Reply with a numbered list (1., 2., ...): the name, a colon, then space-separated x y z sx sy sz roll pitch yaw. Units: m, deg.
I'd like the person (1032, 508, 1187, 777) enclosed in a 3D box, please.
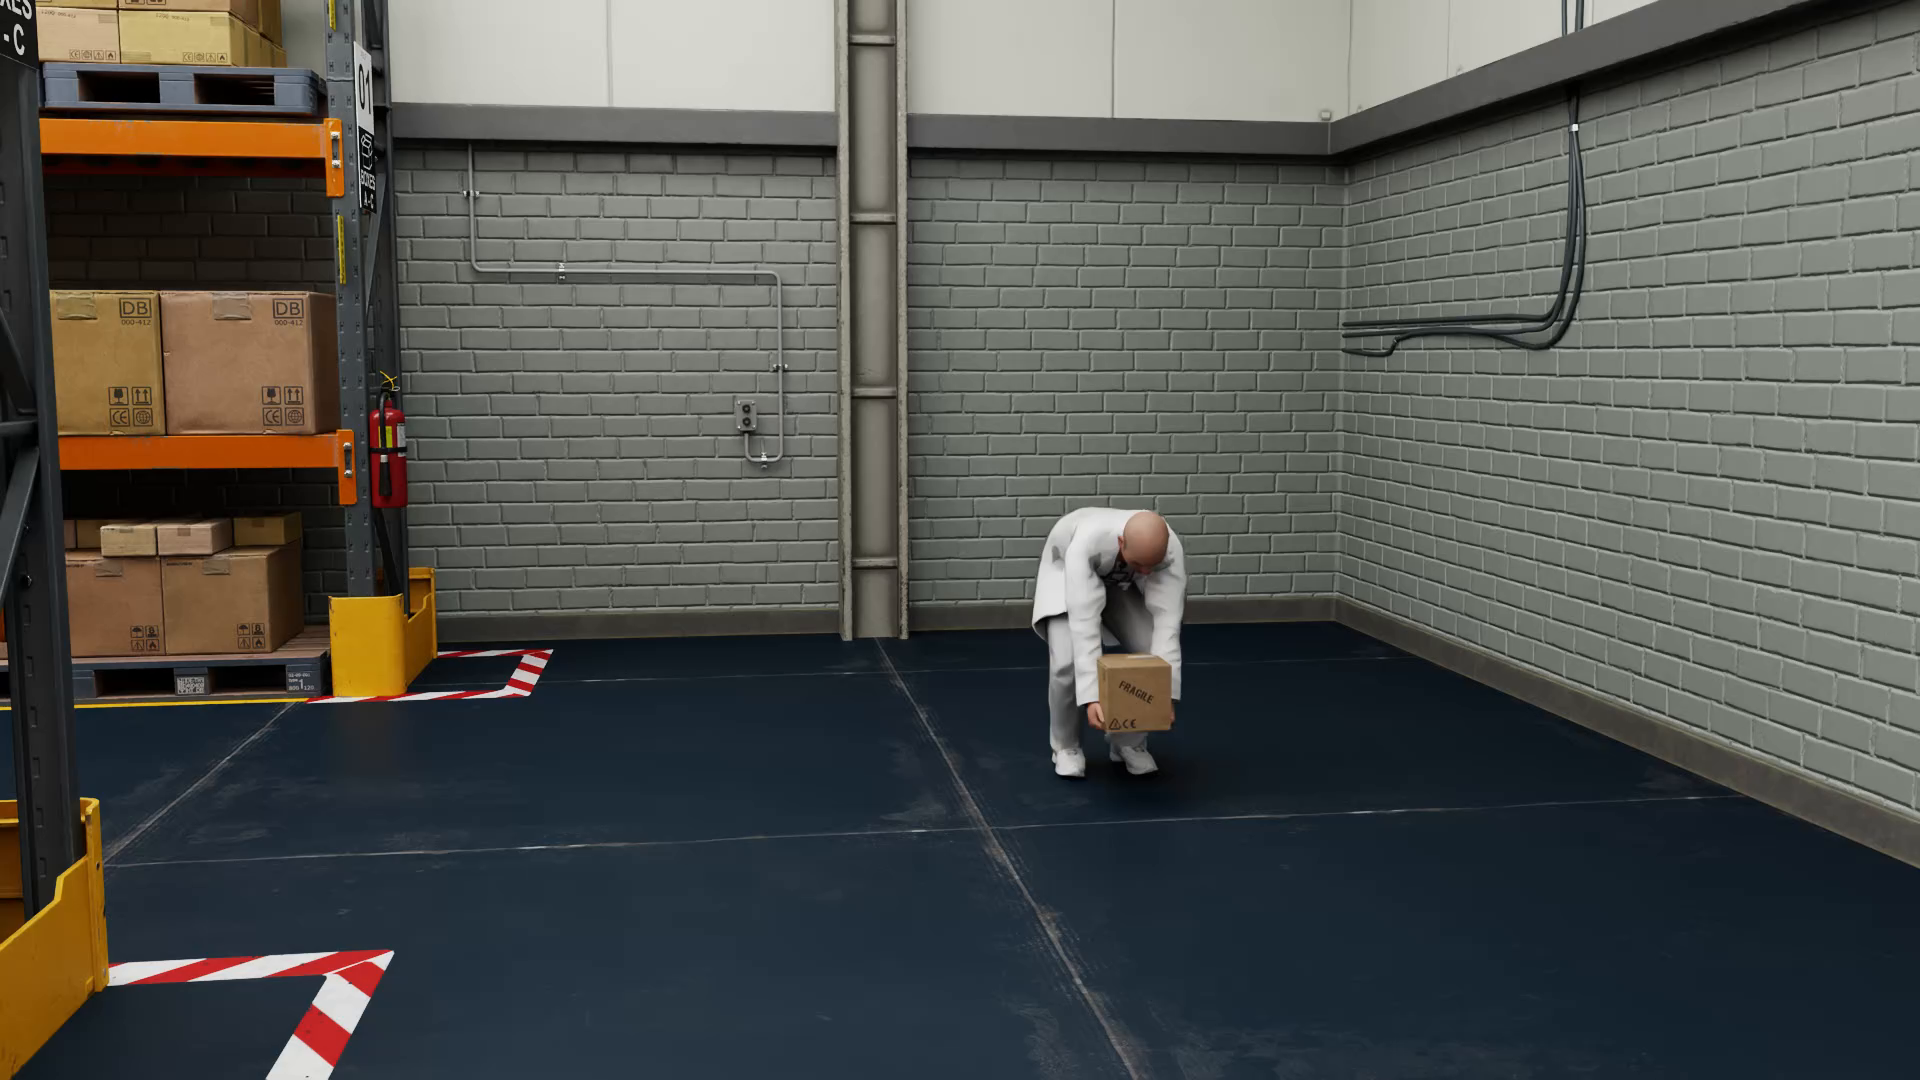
1. person: 0.607 0.407 6.601 0.587 1.117 0.940 -1 6 -12
